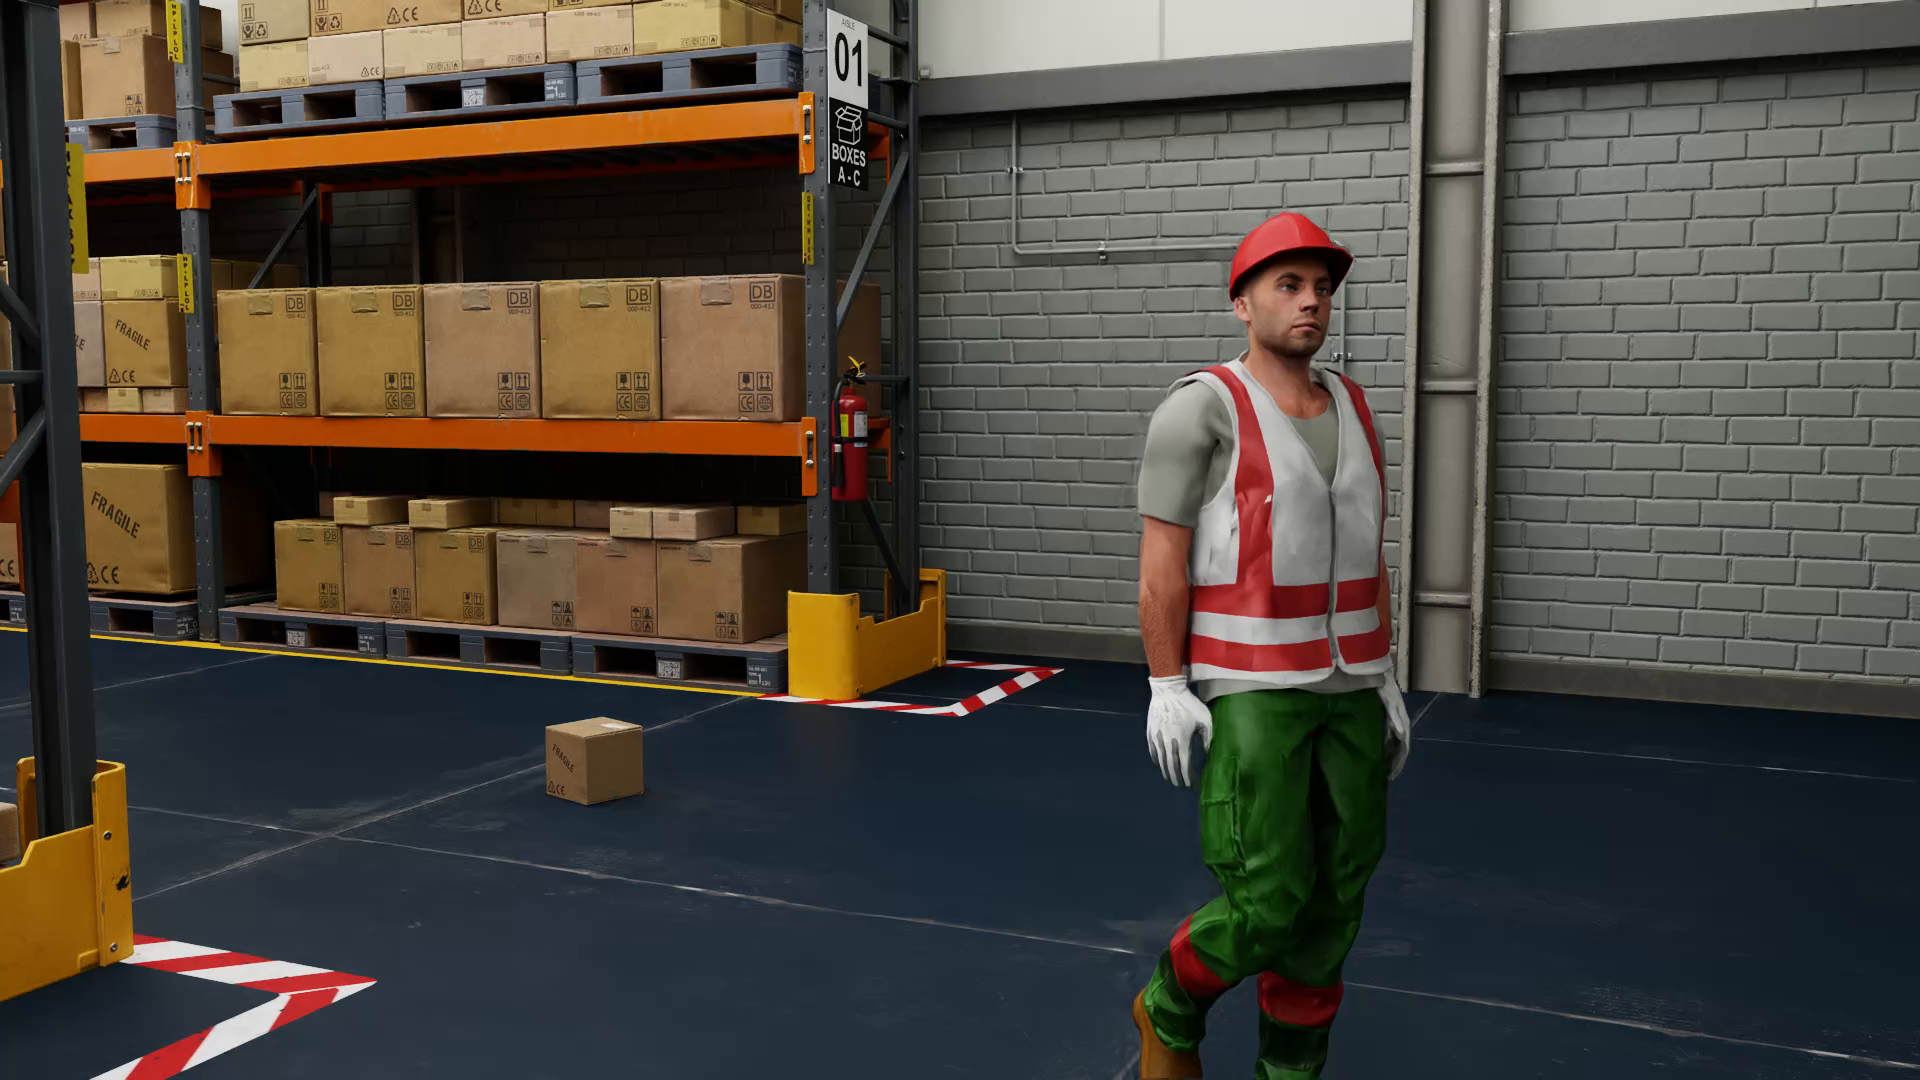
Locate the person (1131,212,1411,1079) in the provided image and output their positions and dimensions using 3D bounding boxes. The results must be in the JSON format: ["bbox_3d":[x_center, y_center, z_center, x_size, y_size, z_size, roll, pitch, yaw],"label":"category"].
[{"bbox_3d":[0.591,0.284,3.131,0.533,1.782,0.498,-3,6,-28],"label":"person"}]
